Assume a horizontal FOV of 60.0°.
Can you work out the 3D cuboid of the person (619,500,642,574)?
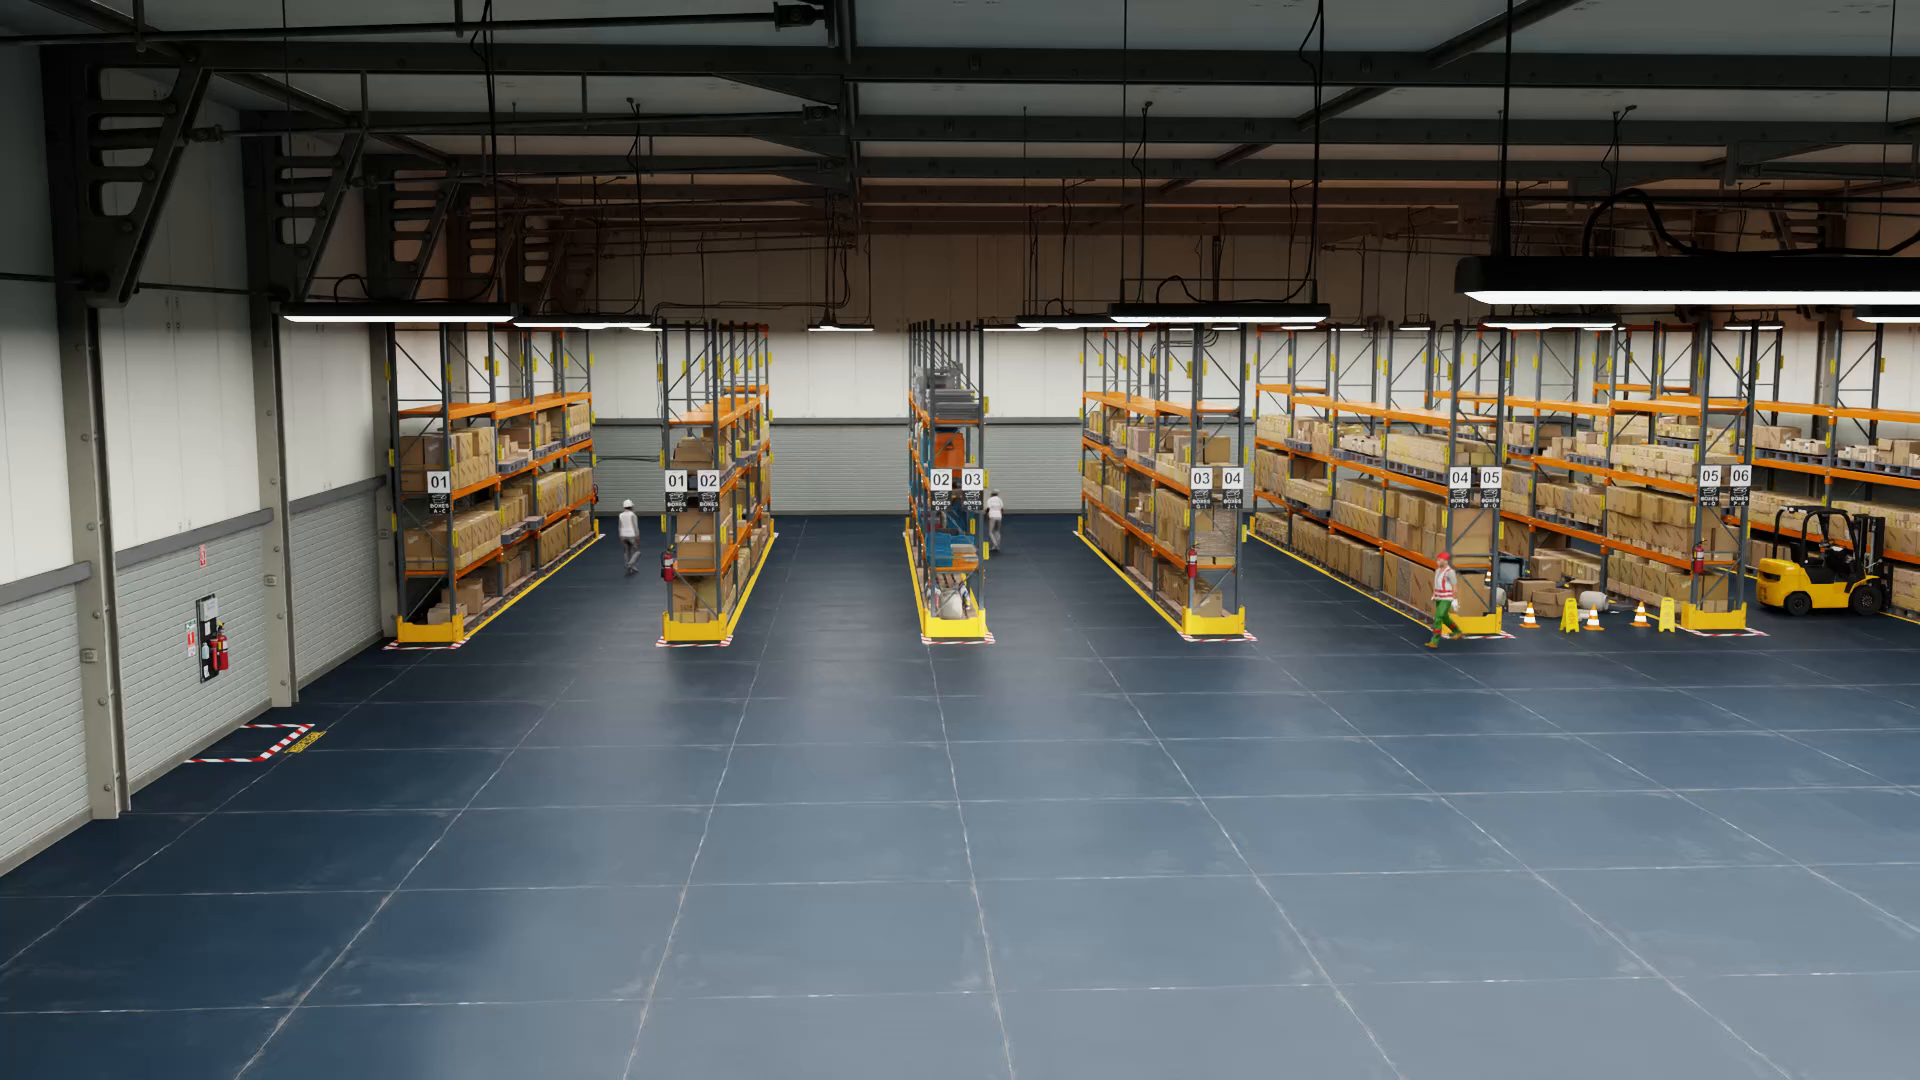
[{"bbox_3d":[-7.946,-0.076,39.878,0.567,1.776,0.479,3,8,26],"label":"person"}]

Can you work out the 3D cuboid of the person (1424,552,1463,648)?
[{"bbox_3d":[8.917,1.088,30.522,1.051,1.749,0.550,-4,8,-28],"label":"person"}]

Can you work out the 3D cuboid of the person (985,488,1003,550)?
[{"bbox_3d":[0.952,-0.545,44.175,0.502,1.648,0.628,-3,8,-22],"label":"person"}]

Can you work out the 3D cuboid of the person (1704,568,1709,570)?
[{"bbox_3d":[17.756,-0.085,39.855,0.584,1.770,0.589,-3,8,-23],"label":"person"}]
